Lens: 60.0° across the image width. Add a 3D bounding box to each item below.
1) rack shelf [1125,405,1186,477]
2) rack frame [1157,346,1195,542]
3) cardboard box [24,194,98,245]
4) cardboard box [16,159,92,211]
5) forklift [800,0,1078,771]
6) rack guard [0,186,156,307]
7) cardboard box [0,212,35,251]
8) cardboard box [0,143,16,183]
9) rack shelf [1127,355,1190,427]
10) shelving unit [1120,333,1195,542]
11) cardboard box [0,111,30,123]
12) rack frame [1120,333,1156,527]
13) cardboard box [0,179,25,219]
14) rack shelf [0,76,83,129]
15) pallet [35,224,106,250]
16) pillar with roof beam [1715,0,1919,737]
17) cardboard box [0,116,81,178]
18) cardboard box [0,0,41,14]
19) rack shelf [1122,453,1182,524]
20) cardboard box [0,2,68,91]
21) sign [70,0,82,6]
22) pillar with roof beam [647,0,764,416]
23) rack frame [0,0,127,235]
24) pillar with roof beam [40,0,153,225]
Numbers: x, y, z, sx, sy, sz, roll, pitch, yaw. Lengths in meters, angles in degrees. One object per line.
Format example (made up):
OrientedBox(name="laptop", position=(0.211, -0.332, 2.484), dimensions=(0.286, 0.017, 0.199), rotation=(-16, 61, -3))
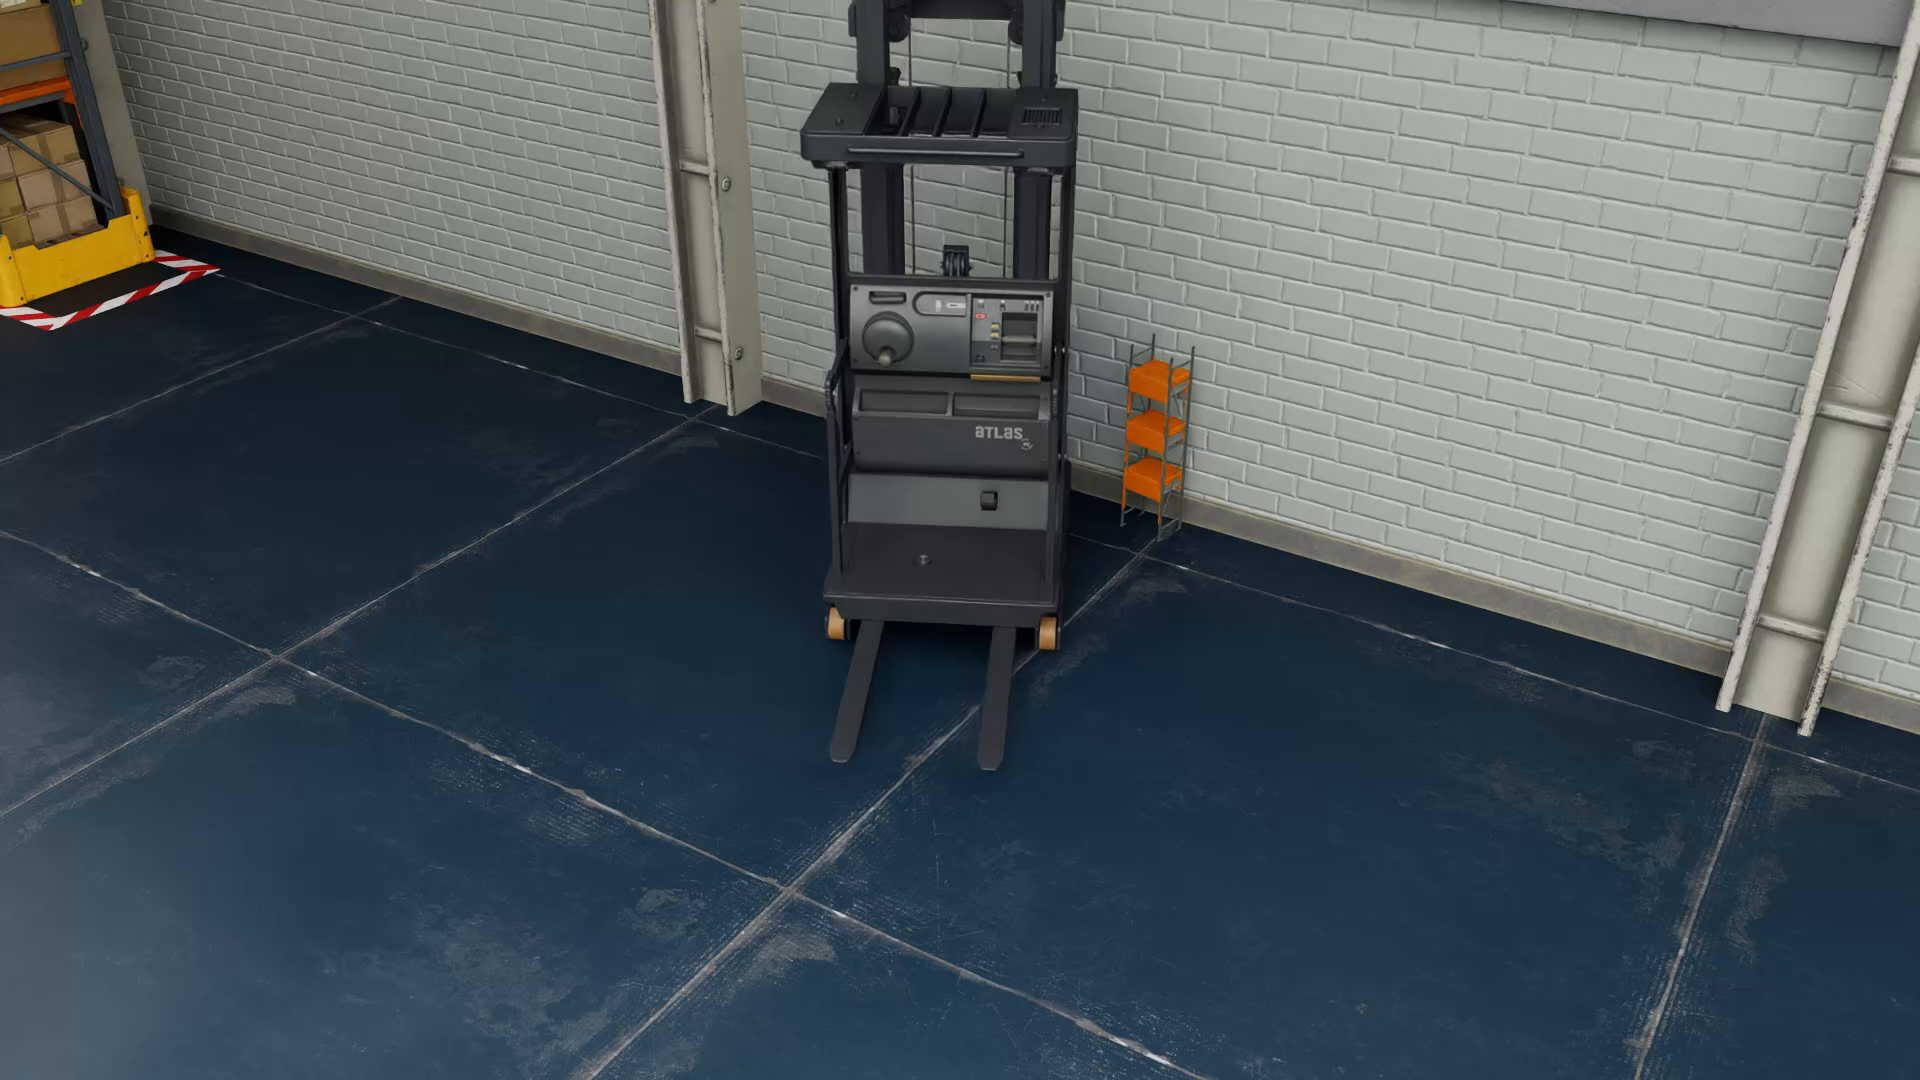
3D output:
OrientedBox(name="rack shelf", position=(1.017, -0.512, 8.607), dimensions=(0.240, 0.259, 0.215), rotation=(25, 38, 36))
OrientedBox(name="rack frame", position=(1.107, -0.480, 8.531), dimensions=(0.008, 1.050, 0.200), rotation=(25, 38, 36))
OrientedBox(name="cardboard box", position=(-6.731, -2.405, 12.207), dimensions=(0.500, 0.250, 0.500), rotation=(18, 35, 28))
OrientedBox(name="cardboard box", position=(-6.707, -2.620, 12.081), dimensions=(0.500, 0.250, 0.500), rotation=(18, 35, 28))
OrientedBox(name="forklift", position=(-0.057, -0.920, 7.418), dimensions=(1.130, 2.935, 3.031), rotation=(2, 30, 4))
OrientedBox(name="rack guard", position=(-6.399, -2.110, 11.871), dimensions=(0.348, 0.500, 1.175), rotation=(18, 35, 27))
OrientedBox(name="cardboard box", position=(-6.985, -2.181, 11.823), dimensions=(0.500, 0.250, 0.500), rotation=(18, 35, 28))
OrientedBox(name="cardboard box", position=(-6.975, -2.612, 11.570), dimensions=(0.500, 0.250, 0.500), rotation=(19, 35, 29))
OrientedBox(name="rack shelf", position=(1.017, -0.757, 8.464), dimensions=(0.240, 0.259, 0.215), rotation=(25, 38, 36))
OrientedBox(name="shelving unit", position=(1.017, -0.521, 8.602), dimensions=(0.252, 1.050, 0.215), rotation=(25, 38, 36))
OrientedBox(name="cardboard box", position=(-7.151, -2.964, 12.173), dimensions=(0.500, 0.250, 0.500), rotation=(18, 35, 27))
OrientedBox(name="rack frame", position=(0.927, -0.563, 8.673), dimensions=(0.008, 1.050, 0.200), rotation=(25, 38, 36))
OrientedBox(name="cardboard box", position=(-6.997, -2.403, 11.708), dimensions=(0.500, 0.250, 0.500), rotation=(17, 34, 27))
OrientedBox(name="rack shelf", position=(-8.113, -3.421, 12.351), dimensions=(4.000, 0.370, 1.077), rotation=(18, 35, 27))
OrientedBox(name="pallet", position=(-7.089, -2.179, 12.275), dimensions=(1.213, 0.211, 1.003), rotation=(18, 35, 27))
OrientedBox(name="pillar with roof beam", position=(1.346, -1.306, 2.059), dimensions=(0.400, 9.000, 9.100), rotation=(18, 35, 27))
OrientedBox(name="cardboard box", position=(-6.725, -2.831, 11.946), dimensions=(0.500, 0.250, 0.500), rotation=(17, 34, 27))
OrientedBox(name="cardboard box", position=(-6.568, -3.721, 11.409), dimensions=(0.250, 0.149, 0.380), rotation=(17, 34, 26))
OrientedBox(name="rack shelf", position=(1.017, -0.272, 8.747), dimensions=(0.240, 0.259, 0.215), rotation=(25, 38, 36))
OrientedBox(name="cardboard box", position=(-6.691, -3.491, 11.657), dimensions=(0.500, 0.500, 0.500), rotation=(19, 35, 29))
OrientedBox(name="sign", position=(-6.119, -3.839, 11.417), dimensions=(0.005, 0.325, 0.100), rotation=(18, 35, 27))
OrientedBox(name="pillar with roof beam", position=(-3.736, -2.914, 4.814), dimensions=(0.400, 9.000, 9.100), rotation=(18, 35, 27))
OrientedBox(name="rack frame", position=(-6.419, -3.196, 11.252), dimensions=(0.127, 3.000, 1.000), rotation=(18, 35, 27))
OrientedBox(name="pillar with roof beam", position=(-8.818, -4.521, 7.570), dimensions=(0.400, 9.000, 9.100), rotation=(18, 35, 27))
